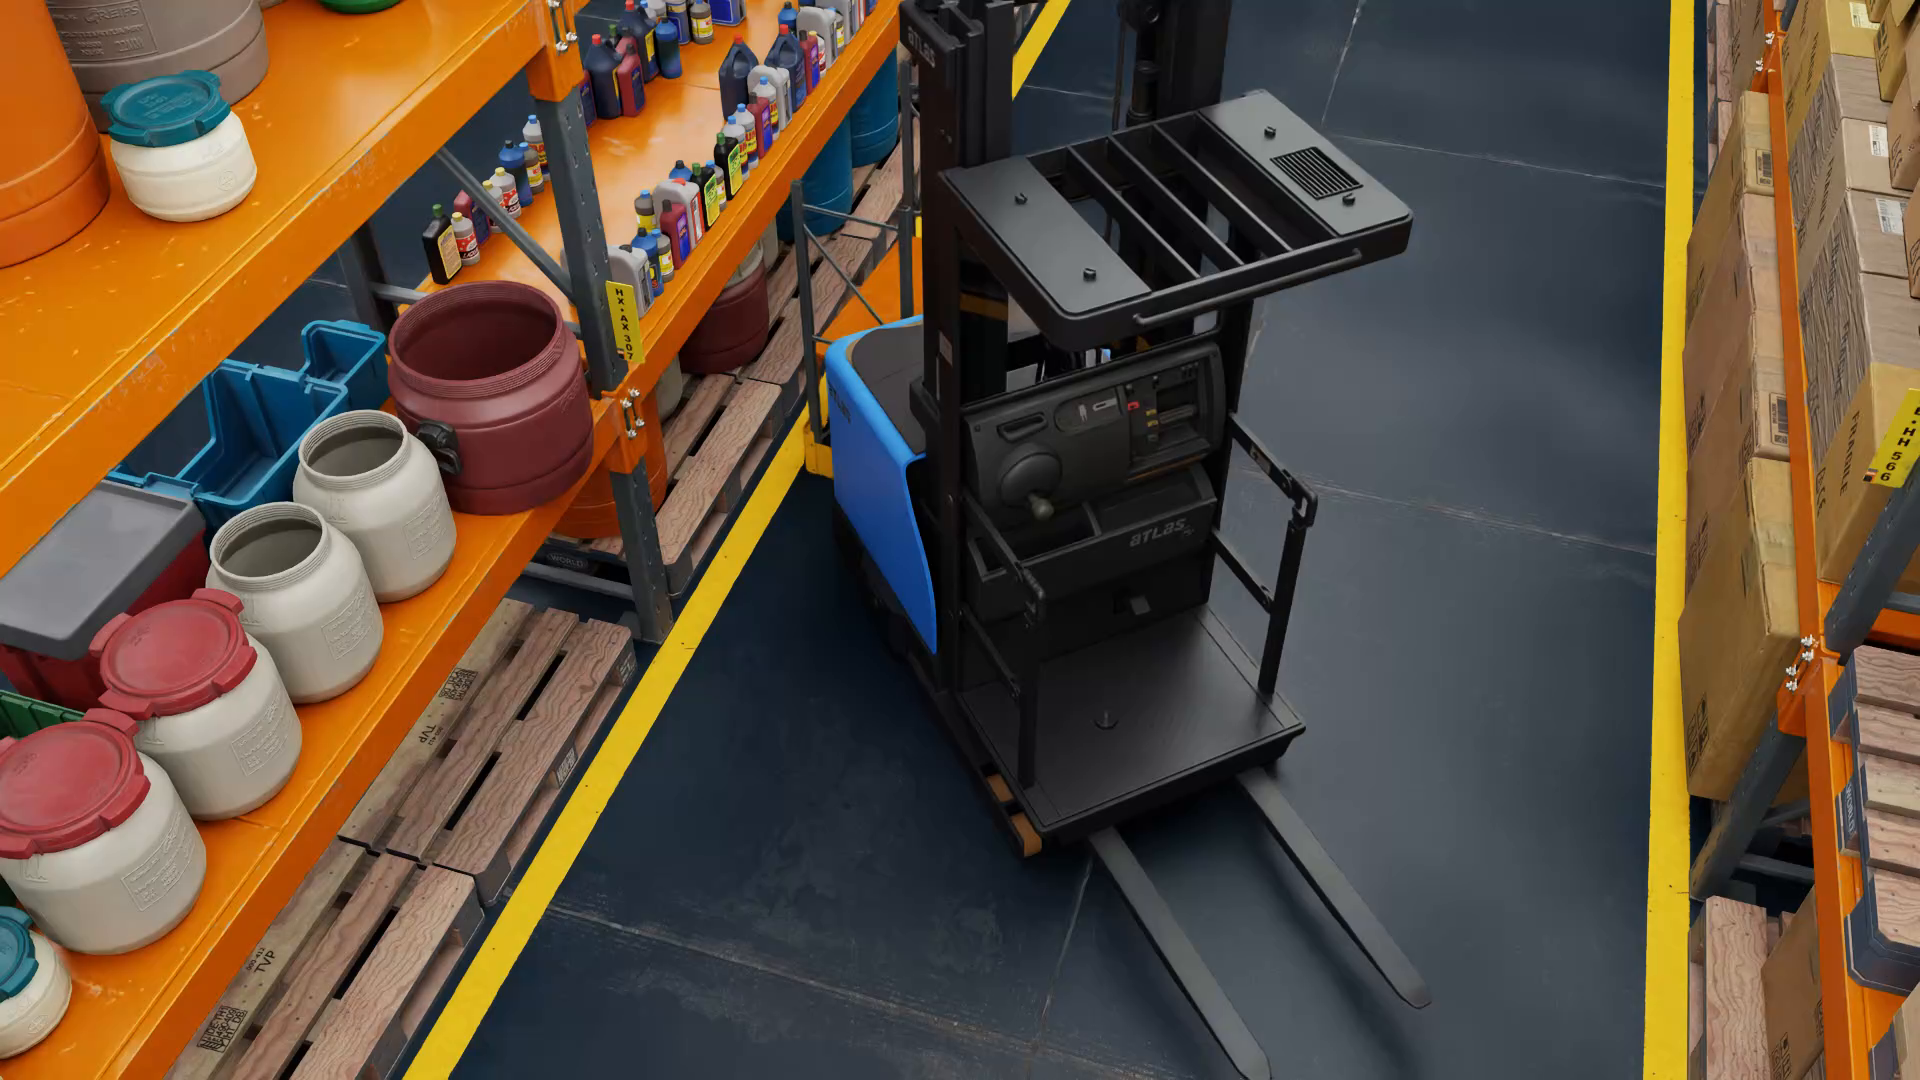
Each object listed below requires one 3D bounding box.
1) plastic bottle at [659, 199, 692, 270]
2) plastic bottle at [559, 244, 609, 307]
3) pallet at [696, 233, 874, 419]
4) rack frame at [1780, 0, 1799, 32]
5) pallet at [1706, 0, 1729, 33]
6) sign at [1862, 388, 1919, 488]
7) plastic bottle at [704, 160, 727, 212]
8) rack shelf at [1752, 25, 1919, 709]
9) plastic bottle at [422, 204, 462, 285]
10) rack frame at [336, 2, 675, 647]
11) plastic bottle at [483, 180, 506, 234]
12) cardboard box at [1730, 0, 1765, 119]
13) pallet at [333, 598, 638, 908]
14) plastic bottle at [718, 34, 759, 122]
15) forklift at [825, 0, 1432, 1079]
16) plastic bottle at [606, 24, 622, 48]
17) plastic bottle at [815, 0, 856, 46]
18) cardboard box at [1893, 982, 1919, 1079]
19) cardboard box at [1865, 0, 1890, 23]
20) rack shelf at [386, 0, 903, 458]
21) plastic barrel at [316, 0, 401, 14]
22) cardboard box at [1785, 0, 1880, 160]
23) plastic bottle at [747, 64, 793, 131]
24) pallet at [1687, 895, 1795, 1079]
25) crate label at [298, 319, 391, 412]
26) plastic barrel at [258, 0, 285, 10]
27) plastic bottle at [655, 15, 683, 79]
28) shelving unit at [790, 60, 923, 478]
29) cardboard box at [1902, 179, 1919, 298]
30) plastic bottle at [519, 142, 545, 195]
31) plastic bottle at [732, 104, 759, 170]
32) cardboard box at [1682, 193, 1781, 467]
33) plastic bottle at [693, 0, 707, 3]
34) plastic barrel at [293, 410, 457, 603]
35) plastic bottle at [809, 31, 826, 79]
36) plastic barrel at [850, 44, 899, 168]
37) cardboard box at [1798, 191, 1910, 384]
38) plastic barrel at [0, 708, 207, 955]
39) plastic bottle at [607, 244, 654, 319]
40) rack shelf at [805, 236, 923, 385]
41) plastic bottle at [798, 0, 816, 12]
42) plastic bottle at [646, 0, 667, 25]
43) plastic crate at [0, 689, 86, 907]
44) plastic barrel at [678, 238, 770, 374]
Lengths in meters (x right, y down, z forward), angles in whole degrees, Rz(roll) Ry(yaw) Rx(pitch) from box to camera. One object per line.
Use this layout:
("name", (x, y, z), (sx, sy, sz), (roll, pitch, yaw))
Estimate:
("plastic bottle", (-1.078, -1.177, 6.290), (0.061, 0.283, 0.133), (13, 46, 13))
("plastic bottle", (-1.366, -0.997, 6.112), (0.152, 0.276, 0.135), (13, 46, 13))
("pallet", (-1.090, -1.137, 8.160), (1.003, 0.211, 1.213), (13, 46, 13))
("rack frame", (4.271, -2.406, 7.463), (1.000, 3.000, 0.127), (13, 46, 13))
("pallet", (5.315, -3.526, 10.602), (1.003, 0.211, 1.213), (13, 46, 13))
("sign", (2.530, -0.269, 4.452), (0.100, 0.325, 0.005), (13, 46, 13))
("plastic bottle", (-0.979, -1.407, 6.584), (0.097, 0.201, 0.097), (0, 44, 0))
("rack shelf", (3.666, -0.816, 6.353), (1.077, 0.370, 4.000), (13, 46, 13))
("plastic bottle", (-1.944, -1.107, 6.219), (0.061, 0.283, 0.133), (13, 46, 13))
("rack frame", (-1.660, -0.789, 5.811), (1.000, 3.000, 0.127), (13, 46, 13))
("plastic bottle", (-1.822, -1.305, 6.480), (0.097, 0.201, 0.097), (0, 44, 0))
("cardboard box", (4.820, -2.820, 9.105), (0.875, 0.875, 0.875), (13, 46, 13))
("pallet", (-1.932, 0.716, 6.267), (1.003, 0.211, 1.213), (13, 46, 13))
("plastic bottle", (-0.935, -1.964, 7.047), (0.144, 0.351, 0.185), (13, 46, 13))
("forklift", (0.556, -0.263, 5.322), (1.130, 2.935, 3.031), (-19, 47, -18))
("plastic bottle", (-1.502, -2.081, 7.215), (0.061, 0.283, 0.133), (13, 46, 13))
("plastic bottle", (-0.564, -2.410, 7.556), (0.152, 0.276, 0.135), (13, 46, 13))
("cardboard box", (2.333, 1.232, 3.552), (0.500, 0.250, 0.500), (11, 46, 11))
("cardboard box", (4.086, -2.373, 6.641), (0.797, 0.503, 0.637), (11, 46, 11))
("rack shelf", (-1.055, -1.865, 7.425), (1.077, 0.370, 4.000), (13, 46, 13))
("plastic barrel", (-1.686, -1.630, 4.637), (0.294, 0.245, 0.294), (0, 44, 0))
("cardboard box", (3.743, -1.853, 6.826), (0.500, 0.500, 0.500), (13, 46, 13))
("plastic bottle", (-0.801, -1.889, 7.023), (0.152, 0.276, 0.135), (13, 46, 13))
("pallet", (2.822, 1.777, 5.182), (1.003, 0.211, 1.213), (13, 46, 13))
("crate label", (-2.145, -0.528, 5.663), (0.303, 0.233, 0.416), (13, 46, 13))
("plastic barrel", (-2.046, -1.759, 4.577), (0.421, 0.512, 0.421), (0, 44, 0))
("plastic bottle", (-1.286, -2.178, 7.322), (0.097, 0.271, 0.097), (0, 44, 0))
("shelving unit", (-0.217, -1.115, 7.216), (0.587, 1.500, 1.083), (17, 47, 16))
("cardboard box", (3.497, -1.052, 5.291), (0.797, 0.503, 0.637), (14, 46, 13))
("plastic bottle", (-1.734, -1.500, 6.679), (0.097, 0.201, 0.097), (0, 44, 0))
("plastic bottle", (-0.880, -1.651, 6.783), (0.097, 0.271, 0.097), (0, 44, 0))
("cardboard box", (3.827, -0.770, 7.010), (1.225, 0.875, 0.875), (11, 45, 11))
("plastic bottle", (-1.233, -2.566, 7.715), (0.152, 0.276, 0.135), (13, 46, 13))
("plastic barrel", (-1.768, -0.098, 5.025), (0.421, 0.512, 0.421), (0, 44, 0))
("plastic bottle", (-0.644, -2.146, 7.339), (0.097, 0.201, 0.097), (0, 44, 0))
("plastic barrel", (-0.630, -2.496, 8.755), (0.600, 0.901, 0.708), (13, 46, 13))
("cardboard box", (3.284, -0.835, 5.786), (0.500, 0.500, 0.500), (11, 45, 11))
("plastic barrel", (-2.151, 0.748, 4.142), (0.433, 0.535, 0.433), (0, 44, 0))
("plastic bottle", (-1.221, -0.965, 6.079), (0.152, 0.276, 0.135), (13, 46, 13))
("rack shelf", (-0.220, -0.981, 7.336), (0.538, 0.185, 1.000), (17, 47, 16))
("plastic bottle", (-0.689, -2.423, 7.572), (0.097, 0.271, 0.097), (0, 44, 0))
("plastic bottle", (-1.364, -2.338, 7.486), (0.097, 0.271, 0.097), (0, 44, 0))
("plastic crate", (-2.613, 0.732, 4.407), (0.450, 0.188, 0.662), (13, 46, 13))
("plastic barrel", (-1.186, -1.160, 7.613), (0.600, 0.588, 0.708), (13, 46, 13))
